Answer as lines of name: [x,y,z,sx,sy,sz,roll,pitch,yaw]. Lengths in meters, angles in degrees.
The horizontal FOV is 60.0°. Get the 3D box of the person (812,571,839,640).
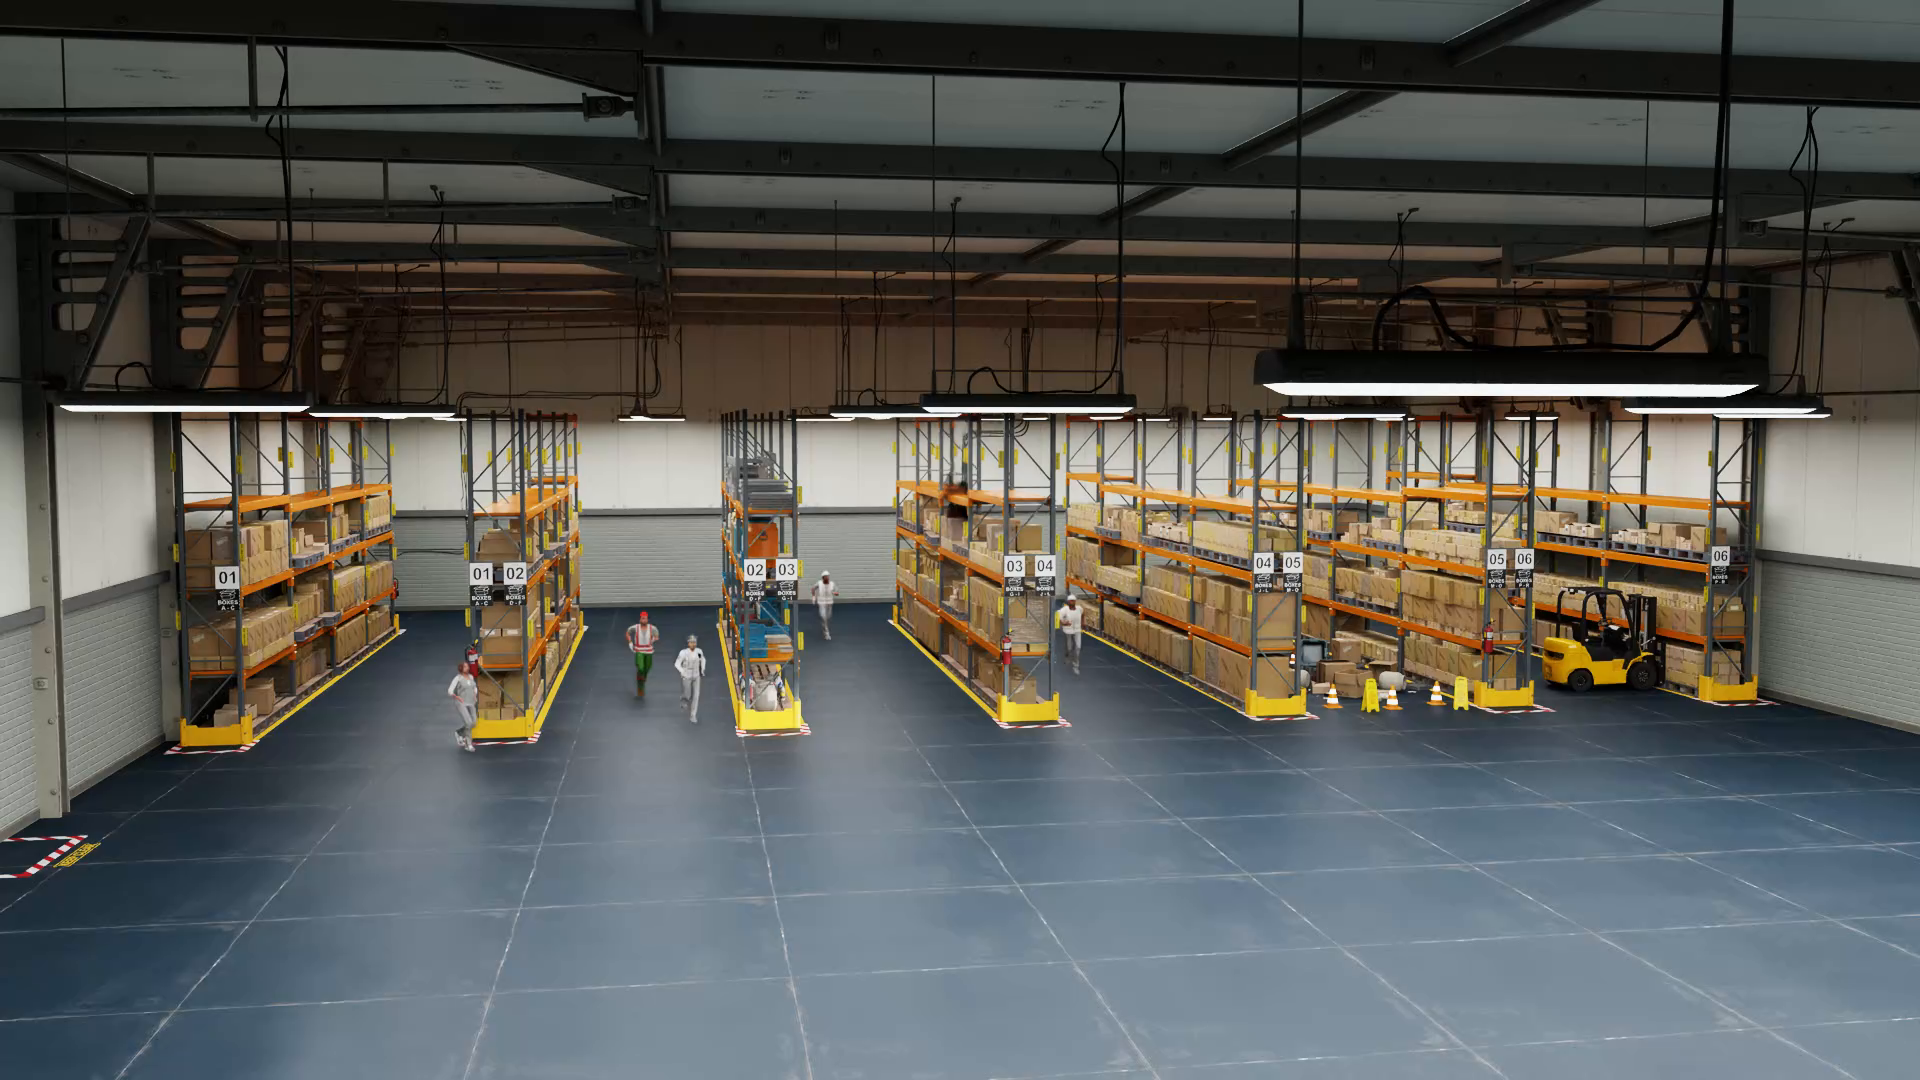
person: [-3.572,1.709,44.273,0.679,1.782,0.992,-1,4,-19]

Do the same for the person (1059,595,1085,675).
person: [2.569,2.154,38.360,0.731,1.811,0.938,-1,4,-15]

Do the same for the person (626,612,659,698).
person: [-6.646,2.405,34.966,0.634,1.811,0.802,-2,4,-25]

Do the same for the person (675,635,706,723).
person: [-5.195,2.660,32.181,0.625,1.676,0.899,-2,4,-23]

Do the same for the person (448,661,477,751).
person: [-8.725,2.921,29.245,0.559,1.584,0.561,3,5,34]
